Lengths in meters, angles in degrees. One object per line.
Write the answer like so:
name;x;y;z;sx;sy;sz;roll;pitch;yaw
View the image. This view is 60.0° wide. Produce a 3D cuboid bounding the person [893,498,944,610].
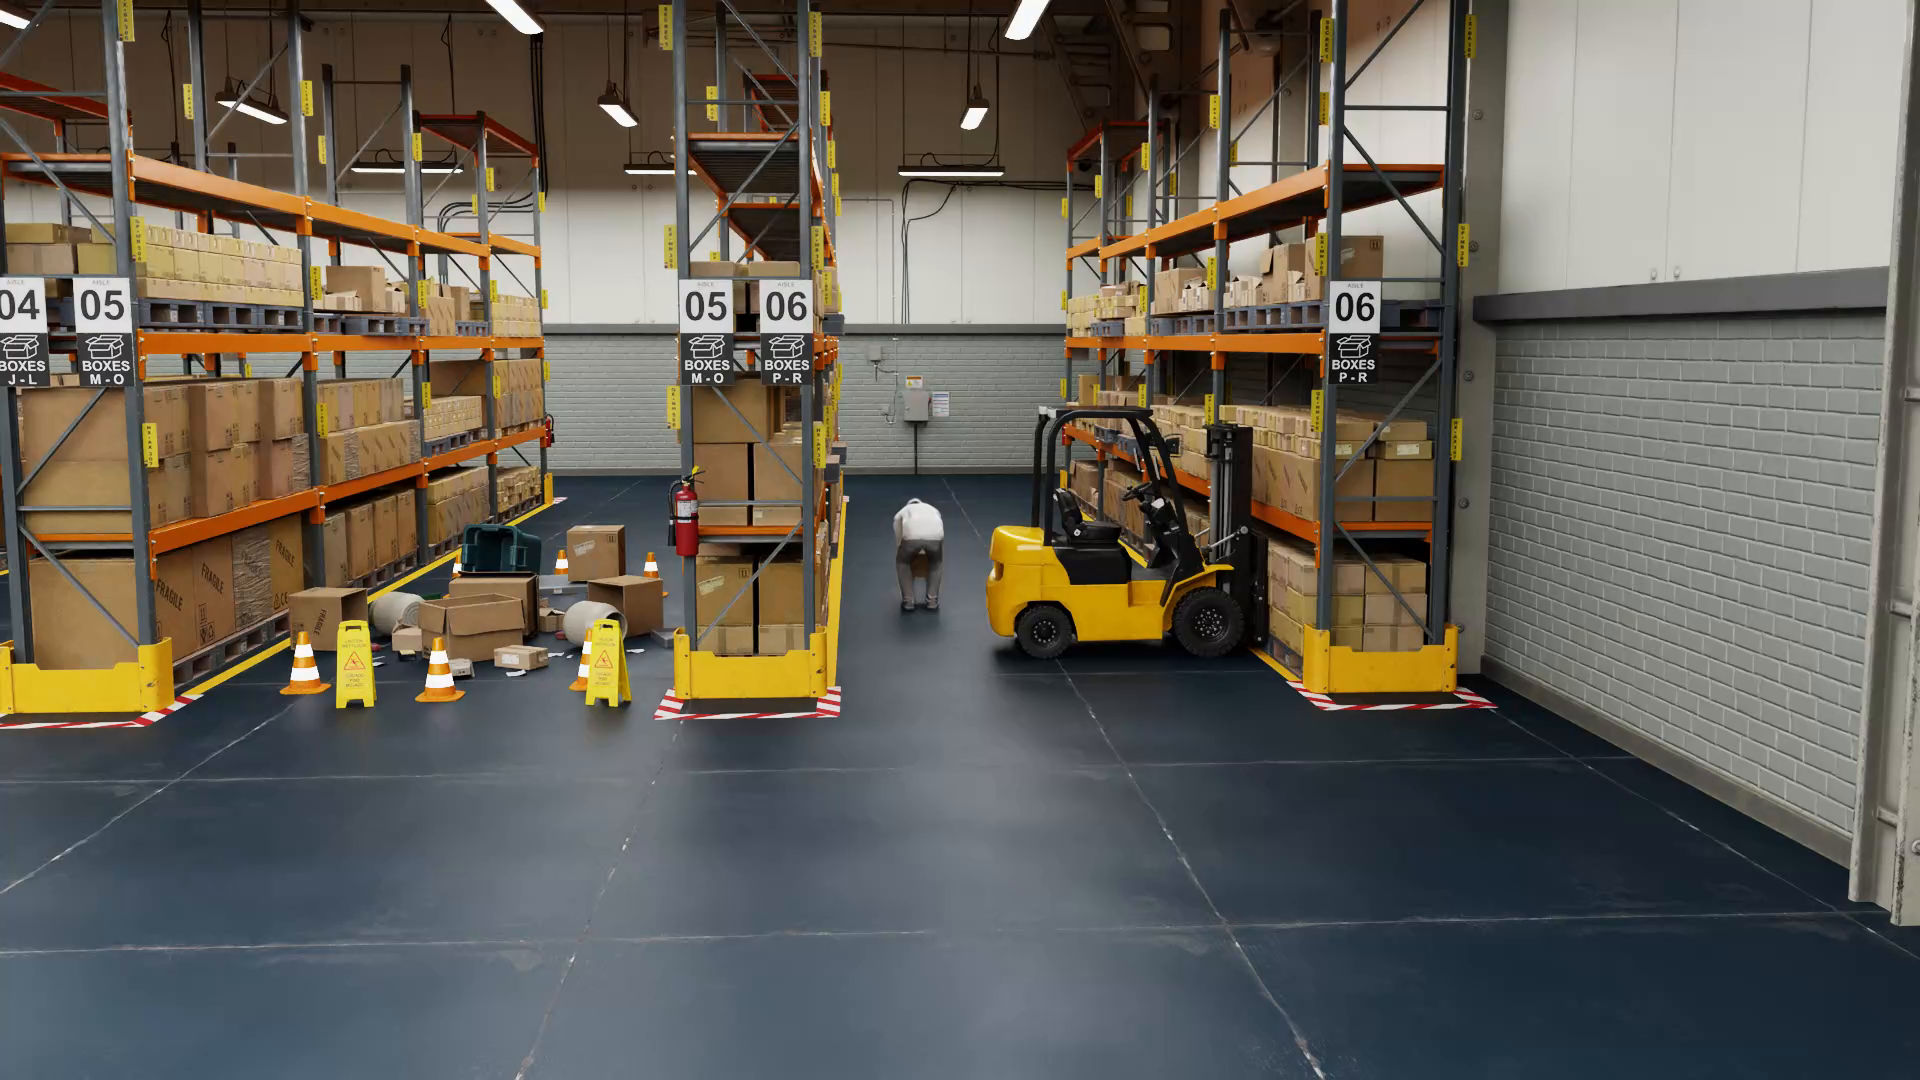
person;-0.431;0.142;17.325;0.508;1.084;0.966;-1;7;-7
